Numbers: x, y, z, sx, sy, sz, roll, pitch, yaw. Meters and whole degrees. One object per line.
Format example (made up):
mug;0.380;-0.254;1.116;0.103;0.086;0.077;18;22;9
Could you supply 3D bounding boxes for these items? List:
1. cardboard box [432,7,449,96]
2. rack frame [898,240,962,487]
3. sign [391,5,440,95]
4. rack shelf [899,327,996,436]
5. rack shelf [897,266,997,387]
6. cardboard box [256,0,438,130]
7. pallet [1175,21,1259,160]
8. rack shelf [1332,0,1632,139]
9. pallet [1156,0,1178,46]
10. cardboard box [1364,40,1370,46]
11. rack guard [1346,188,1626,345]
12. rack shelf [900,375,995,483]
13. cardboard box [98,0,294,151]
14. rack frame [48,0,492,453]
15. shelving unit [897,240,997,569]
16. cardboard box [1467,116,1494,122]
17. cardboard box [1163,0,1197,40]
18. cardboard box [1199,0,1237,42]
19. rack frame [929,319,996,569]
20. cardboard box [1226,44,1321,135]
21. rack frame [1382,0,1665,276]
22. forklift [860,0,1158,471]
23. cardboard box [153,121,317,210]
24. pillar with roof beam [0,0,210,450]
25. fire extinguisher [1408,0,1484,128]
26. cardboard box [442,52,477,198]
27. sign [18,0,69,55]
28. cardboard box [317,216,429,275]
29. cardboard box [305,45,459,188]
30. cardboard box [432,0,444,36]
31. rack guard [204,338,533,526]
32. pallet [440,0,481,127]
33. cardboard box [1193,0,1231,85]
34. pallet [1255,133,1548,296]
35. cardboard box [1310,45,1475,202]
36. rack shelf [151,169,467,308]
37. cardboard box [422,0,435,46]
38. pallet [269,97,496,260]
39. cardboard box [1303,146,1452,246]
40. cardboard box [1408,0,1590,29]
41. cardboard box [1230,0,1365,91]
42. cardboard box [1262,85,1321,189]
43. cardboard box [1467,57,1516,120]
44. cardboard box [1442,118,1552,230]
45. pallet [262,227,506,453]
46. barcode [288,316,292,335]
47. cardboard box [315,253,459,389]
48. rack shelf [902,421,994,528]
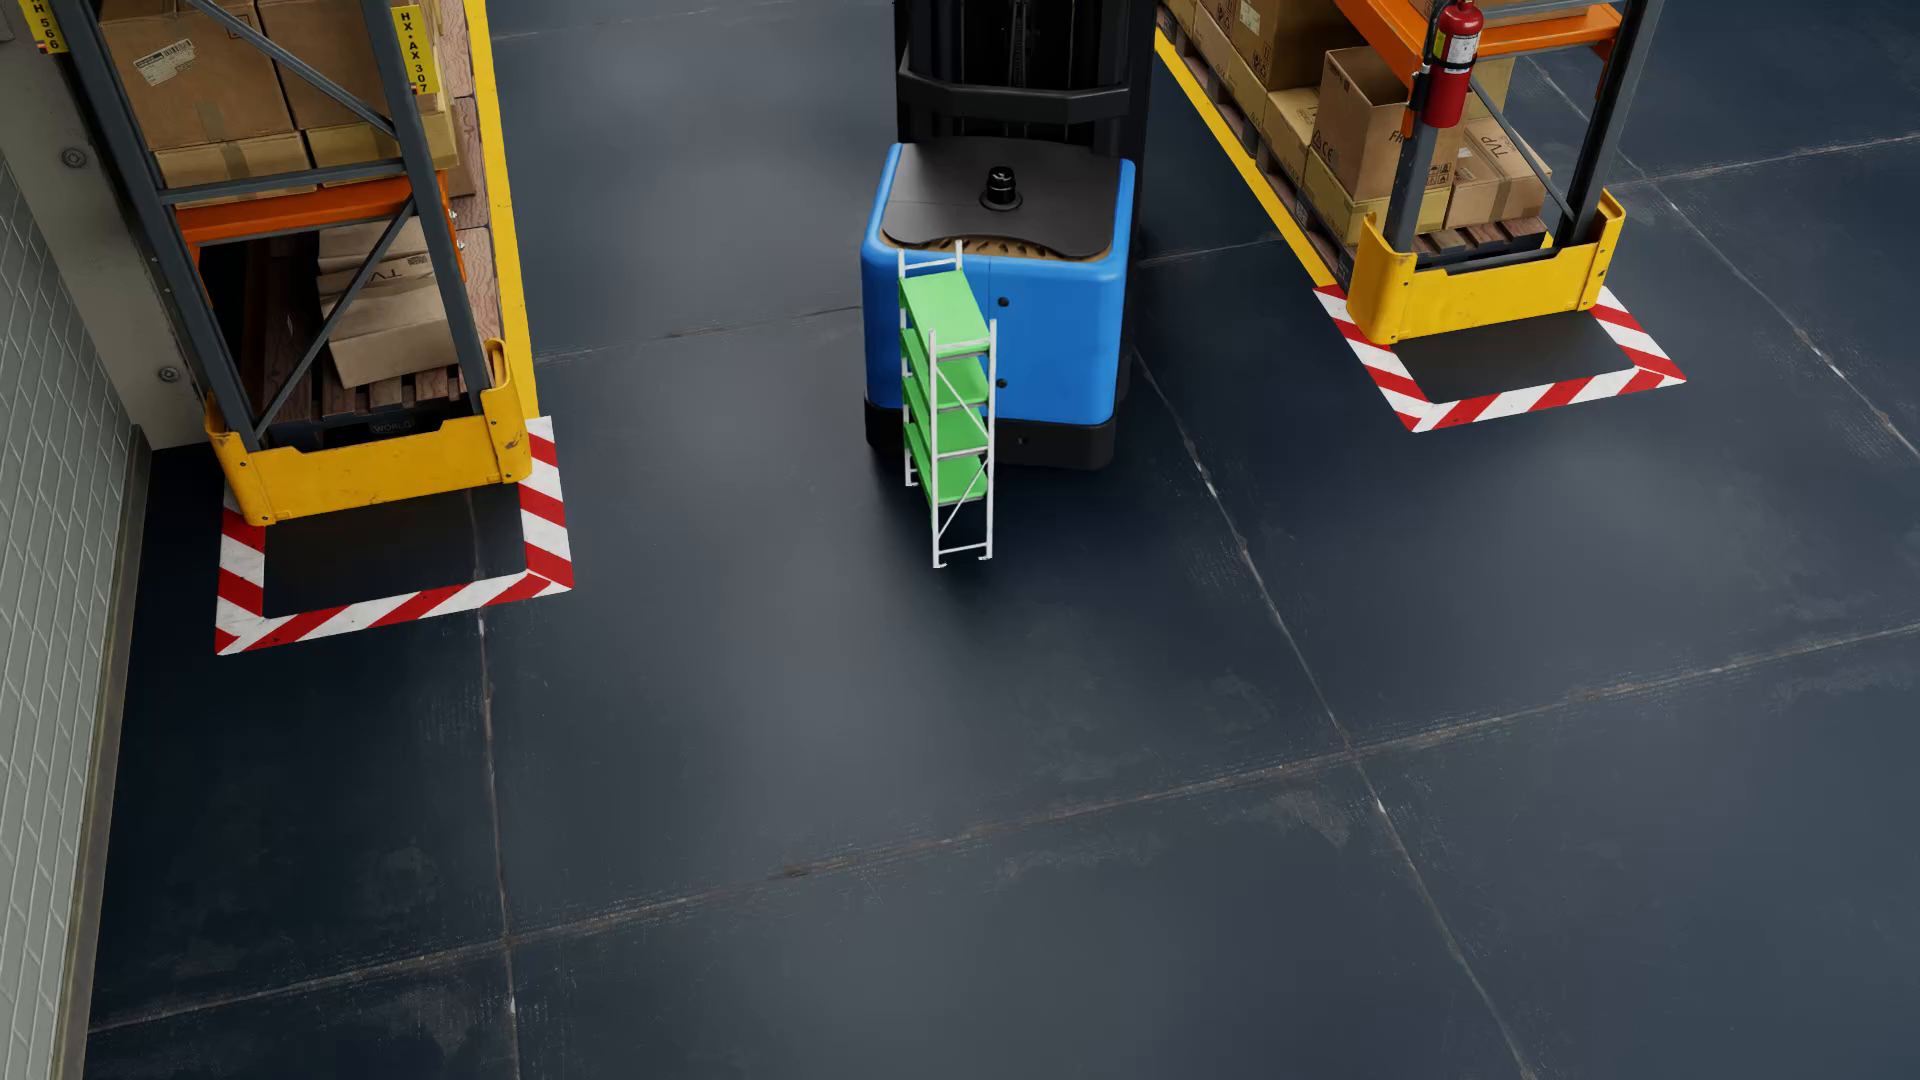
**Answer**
cardboard box;-2.351;-1.974;6.675;0.500;0.250;0.500;-12;47;-12
rack frame;-0.112;-0.667;6.563;0.240;1.200;0.015;-10;46;-10
sign;-1.862;-1.671;5.681;0.100;0.325;0.005;-11;47;-10
rack shelf;-0.051;-0.621;6.272;0.258;0.148;0.480;-10;46;-10
rack shelf;-0.051;-0.789;6.101;0.258;0.148;0.480;-10;46;-10
cardboard box;-2.218;-1.870;6.048;0.500;0.500;0.500;-11;47;-10
pallet;1.857;-2.562;9.112;1.003;0.211;1.213;-11;47;-10
rack shelf;1.890;-3.306;8.393;1.077;0.370;4.000;-11;47;-10
pallet;1.541;-3.405;9.940;1.003;0.211;1.213;-11;47;-10
cardboard box;2.209;-2.722;8.424;0.500;0.500;0.500;-11;47;-10
rack guard;2.408;-1.285;7.659;1.175;0.500;0.348;-11;47;-10
rack shelf;-0.051;-0.453;6.443;0.258;0.148;0.480;-10;46;-10
cardboard box;-2.712;-1.772;5.952;0.500;0.500;0.500;-11;47;-11
rack frame;-2.386;-1.268;5.893;1.000;3.000;0.127;-11;47;-10
shelving unit;-0.051;-0.498;6.398;0.258;1.200;0.503;-10;46;-10
cardboard box;2.348;-2.117;8.355;0.500;0.250;0.500;-11;47;-10
cardboard box;1.449;-3.055;9.275;0.500;0.250;0.500;-11;47;-10
cardboard box;1.580;-2.973;8.669;0.500;0.500;0.500;-11;47;-10
rack frame;0.009;-0.329;6.232;0.240;1.200;0.015;-10;46;-10
cardboard box;1.709;-2.365;8.599;0.500;0.250;0.500;-11;47;-10
rack frame;2.402;-2.177;6.783;1.000;3.000;0.127;-11;47;-10
forklift;0.302;-2.376;7.026;1.130;2.935;3.031;5;46;5
cardboard box;-2.693;-1.510;6.221;0.500;0.250;0.500;-10;46;-10
pillar with roof beam;0.760;-4.480;4.840;9.100;9.000;0.400;-11;47;-10
fire extinguisher;1.983;-1.983;6.647;0.296;0.674;0.183;-11;47;-10
cardboard box;-2.762;-1.951;8.004;0.700;0.500;0.500;-13;47;-13
sign;-2.928;-1.696;5.280;0.100;0.325;0.005;-11;47;-10
cardboard box;-2.622;-1.369;7.566;0.500;0.311;0.500;-7;46;-7
cardboard box;-2.204;-1.618;6.326;0.500;0.250;0.500;-12;47;-11
cardboard box;-2.475;-2.326;7.021;0.500;0.250;0.500;-11;47;-11
rack guard;-2.405;-0.446;6.837;1.175;0.500;0.348;-11;47;-10
pallet;-3.204;-2.597;9.147;1.003;0.211;1.213;-11;47;-10
cardboard box;1.583;-2.711;8.938;0.500;0.250;0.500;-11;47;-10
pallet;2.165;-1.721;8.289;1.003;0.211;1.213;-11;47;-10
cardboard box;1.977;-1.939;7.657;0.500;0.500;0.500;-11;47;-10
rack shelf;-2.898;-2.397;7.503;1.077;0.370;4.000;-11;47;-10
cardboard box;-2.335;-2.213;6.384;0.500;0.500;0.500;-11;47;-10
pallet;-2.888;-1.753;8.320;1.003;0.211;1.213;-11;47;-10
cardboard box;1.979;-1.677;7.925;0.500;0.250;0.500;-11;47;-10
cardboard box;2.294;-2.536;7.065;0.700;0.500;0.500;-11;47;-10
cardboard box;1.707;-2.627;8.331;0.500;0.500;0.500;-11;47;-10
cardboard box;1.839;-2.020;8.261;0.500;0.250;0.500;-11;47;-10
cardboard box;2.350;-2.379;8.088;0.500;0.500;0.500;-11;47;-10
cardboard box;2.479;-1.772;8.018;0.500;0.250;0.500;-11;47;-10
pallet;-2.579;-0.912;7.496;1.003;0.211;1.213;-11;47;-10
barcode;-2.867;-0.918;7.117;0.001;0.075;0.075;-11;47;-10
cardboard box;-2.476;-0.975;7.180;0.500;0.311;0.500;-16;48;-15
rack shelf;-0.051;-0.285;6.615;0.258;0.148;0.480;-10;46;-10
